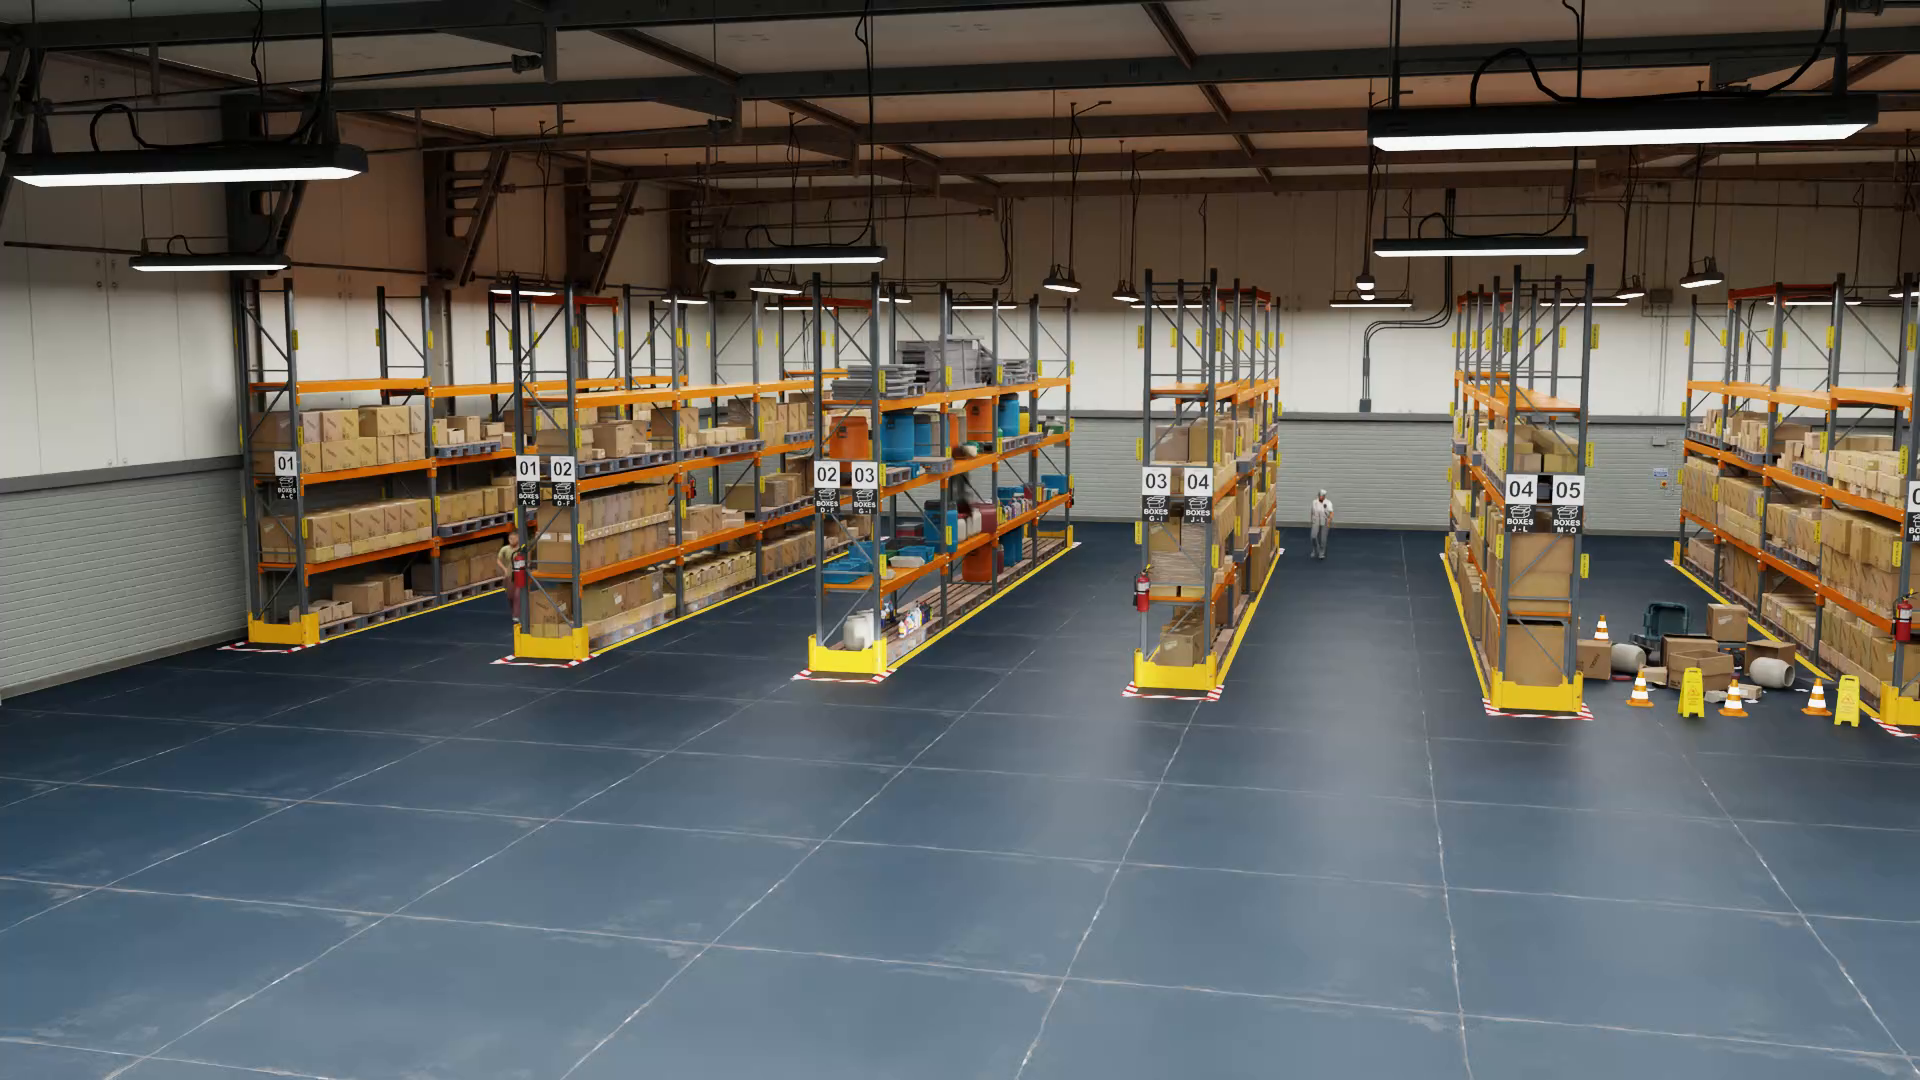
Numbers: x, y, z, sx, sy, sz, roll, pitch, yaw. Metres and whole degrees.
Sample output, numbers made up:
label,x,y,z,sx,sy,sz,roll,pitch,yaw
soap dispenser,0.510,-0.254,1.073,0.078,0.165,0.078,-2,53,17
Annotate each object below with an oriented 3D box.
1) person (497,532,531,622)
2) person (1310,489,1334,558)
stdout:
label,x,y,z,sx,sy,sz,roll,pitch,yaw
person,-7.996,0.640,29.851,0.576,1.619,0.720,-1,7,-10
person,8.274,-0.367,38.067,0.582,1.612,0.785,2,7,18
